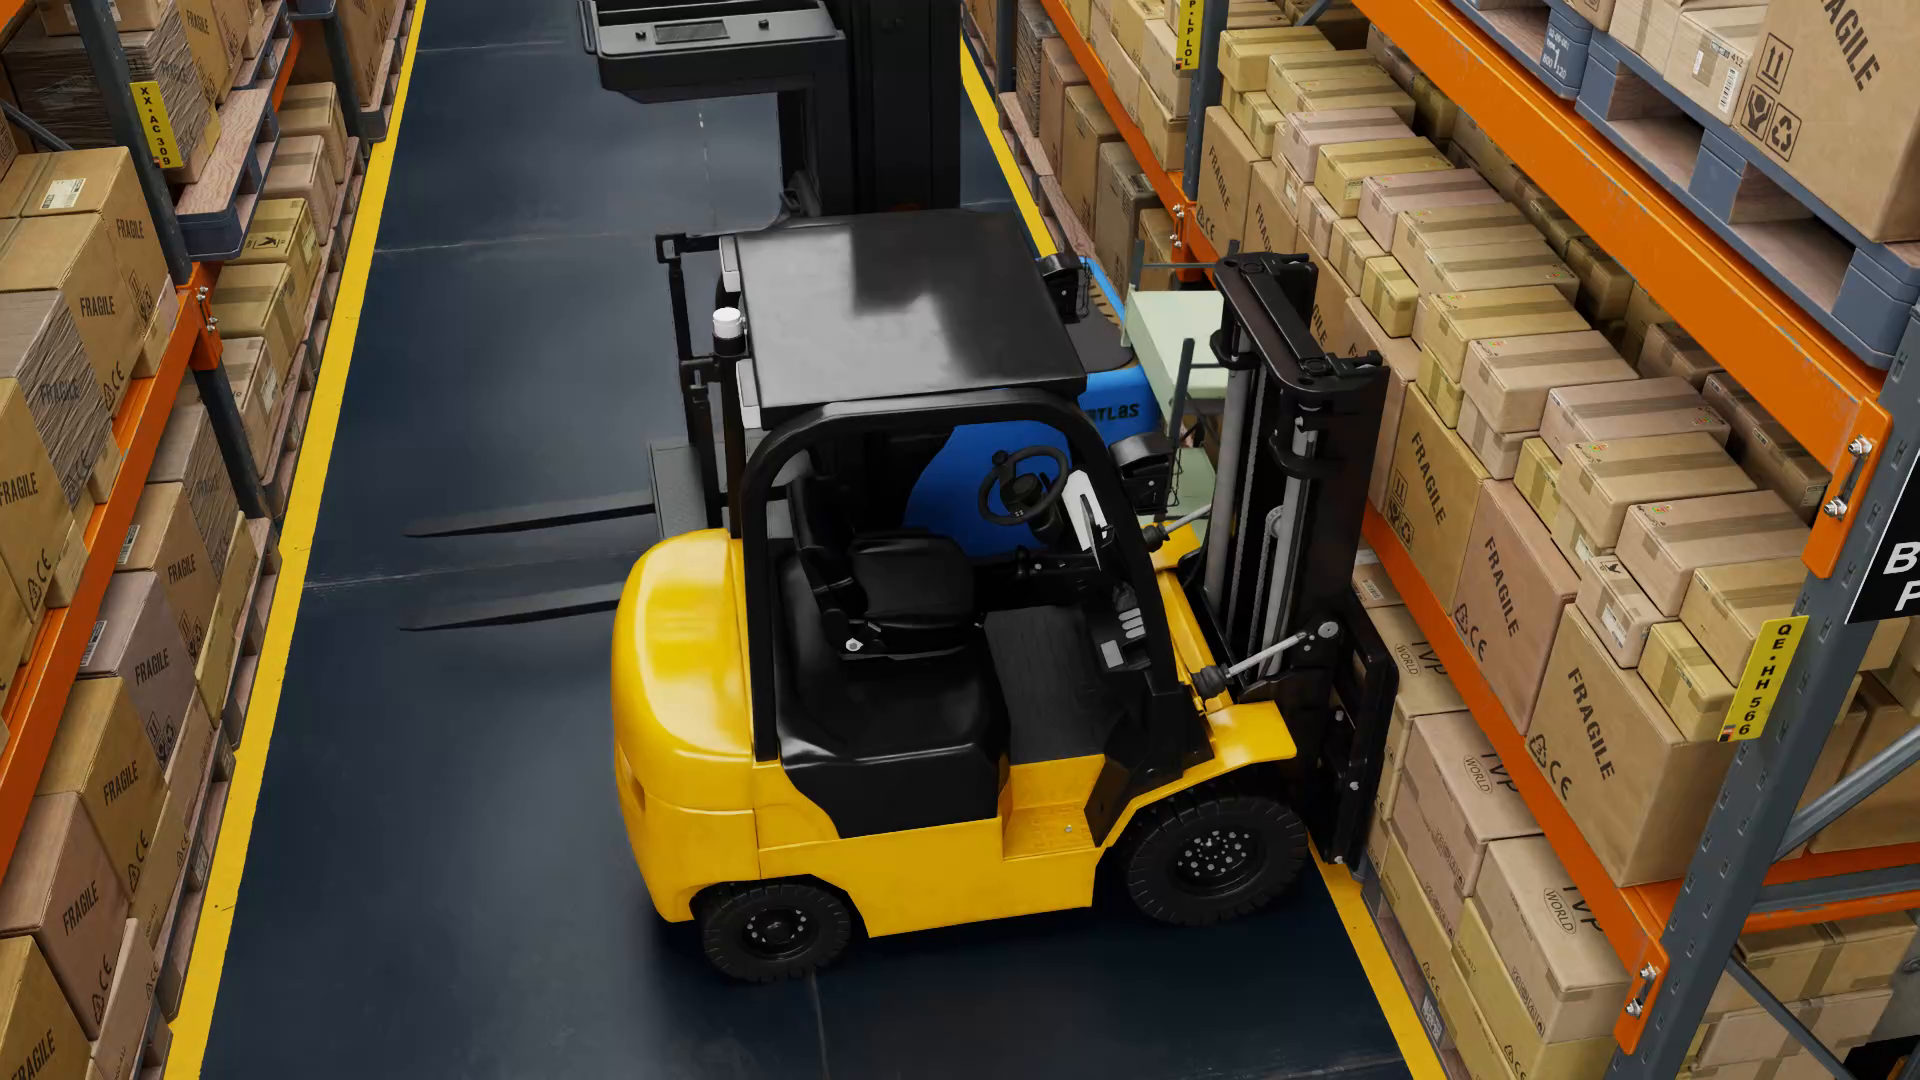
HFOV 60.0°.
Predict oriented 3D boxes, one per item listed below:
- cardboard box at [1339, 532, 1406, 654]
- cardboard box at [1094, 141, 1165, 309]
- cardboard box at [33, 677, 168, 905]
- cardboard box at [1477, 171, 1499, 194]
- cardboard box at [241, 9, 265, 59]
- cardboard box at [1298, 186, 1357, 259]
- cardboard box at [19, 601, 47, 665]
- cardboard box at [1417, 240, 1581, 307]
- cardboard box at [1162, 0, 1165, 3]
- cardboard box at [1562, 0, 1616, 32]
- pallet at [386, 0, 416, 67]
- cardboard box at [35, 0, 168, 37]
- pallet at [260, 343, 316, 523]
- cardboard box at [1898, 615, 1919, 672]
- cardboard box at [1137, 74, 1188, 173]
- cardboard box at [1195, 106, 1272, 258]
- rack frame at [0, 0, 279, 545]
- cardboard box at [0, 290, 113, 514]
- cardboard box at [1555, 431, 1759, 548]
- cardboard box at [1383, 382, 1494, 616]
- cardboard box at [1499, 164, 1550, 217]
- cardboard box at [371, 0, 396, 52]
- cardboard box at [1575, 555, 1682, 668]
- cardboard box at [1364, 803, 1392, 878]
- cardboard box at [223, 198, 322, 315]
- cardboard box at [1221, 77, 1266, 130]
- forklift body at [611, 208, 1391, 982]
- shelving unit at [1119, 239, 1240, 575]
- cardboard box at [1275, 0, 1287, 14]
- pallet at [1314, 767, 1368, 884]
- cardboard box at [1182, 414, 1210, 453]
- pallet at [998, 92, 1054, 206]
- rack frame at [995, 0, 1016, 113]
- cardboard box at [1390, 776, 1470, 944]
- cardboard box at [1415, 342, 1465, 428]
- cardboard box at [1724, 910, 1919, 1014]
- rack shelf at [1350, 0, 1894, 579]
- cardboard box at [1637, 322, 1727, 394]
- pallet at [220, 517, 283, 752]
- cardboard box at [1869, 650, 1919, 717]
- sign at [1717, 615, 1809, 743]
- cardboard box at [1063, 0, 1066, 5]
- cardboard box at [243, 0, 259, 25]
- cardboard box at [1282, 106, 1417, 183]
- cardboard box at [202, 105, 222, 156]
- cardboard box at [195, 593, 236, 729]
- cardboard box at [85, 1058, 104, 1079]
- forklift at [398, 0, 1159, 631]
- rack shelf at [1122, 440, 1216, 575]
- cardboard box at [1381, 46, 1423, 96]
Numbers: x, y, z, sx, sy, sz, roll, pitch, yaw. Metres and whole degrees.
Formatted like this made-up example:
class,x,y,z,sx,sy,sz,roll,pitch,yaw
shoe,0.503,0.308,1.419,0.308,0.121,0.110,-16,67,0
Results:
class,x,y,z,sx,sy,sz,roll,pitch,yaw
cardboard box,1.472,0.143,5.705,0.500,0.250,0.500,-7,38,-9
cardboard box,1.203,-1.647,8.518,0.875,0.625,0.625,-7,38,-8
cardboard box,-2.801,0.790,5.076,0.500,0.500,0.500,-6,38,-7
cardboard box,1.895,-1.144,5.667,0.380,0.149,0.250,-5,38,-6
cardboard box,-3.439,-2.324,7.659,0.380,0.149,0.250,-5,38,-6
cardboard box,1.366,-1.084,5.590,0.380,0.149,0.250,-7,38,-8
cardboard box,-2.832,0.242,4.698,0.380,0.149,0.250,-7,38,-9
cardboard box,1.590,-0.752,4.920,0.380,0.149,0.250,-6,38,-7
cardboard box,1.101,-2.421,7.311,0.380,0.149,0.250,-6,38,-8
cardboard box,1.736,-1.519,3.810,0.700,0.500,0.500,-6,38,-8
pallet,-4.428,-3.634,11.755,1.003,0.211,1.213,-6,38,-8
cardboard box,-3.187,-2.000,6.185,0.380,0.149,0.250,-6,38,-8
pallet,-3.590,-0.468,7.680,1.003,0.211,1.213,-6,38,-8
cardboard box,2.287,0.142,3.770,0.380,0.149,0.250,-7,38,-9
cardboard box,1.088,-1.852,7.312,0.500,0.250,0.500,-5,38,-7
cardboard box,1.255,-1.379,6.498,0.500,0.500,0.500,-7,38,-9
rack frame,-3.452,-1.099,6.220,1.000,3.000,0.127,-6,38,-8
cardboard box,-2.937,-0.391,4.985,0.500,0.500,0.500,-5,38,-7
cardboard box,1.718,-0.127,4.116,0.380,0.149,0.250,-5,38,-7
cardboard box,1.618,-0.152,4.919,0.500,0.500,0.500,-7,38,-9
cardboard box,1.980,-1.111,5.383,0.380,0.149,0.250,-7,38,-8
cardboard box,-4.345,-3.807,11.095,0.875,0.875,0.875,-6,38,-7
cardboard box,1.724,0.155,3.996,0.380,0.149,0.250,-6,38,-7
cardboard box,1.585,0.846,5.615,0.500,0.250,0.500,-6,38,-7
cardboard box,-3.800,-1.398,8.403,0.950,0.372,0.625,-5,38,-6
cardboard box,1.231,-1.710,6.396,0.380,0.149,0.250,-7,38,-9
forklift body,0.007,0.167,5.282,2.313,2.155,1.214,-6,38,-8
shelving unit,0.854,-0.300,6.374,0.431,1.500,0.755,-2,37,-9
cardboard box,1.588,-2.334,7.199,0.380,0.149,0.250,-7,38,-9
pallet,1.749,0.689,6.191,1.003,0.211,1.213,-6,38,-8
cardboard box,1.215,-0.587,7.053,0.500,0.250,0.500,-6,38,-8
pallet,0.838,-2.449,10.230,1.003,0.211,1.213,-6,38,-8
rack frame,0.733,-4.051,10.020,1.000,3.000,0.127,-6,38,-8
cardboard box,1.665,0.939,5.088,0.500,0.250,0.500,-7,38,-8
cardboard box,1.550,-0.466,4.795,0.380,0.149,0.250,-6,38,-8
cardboard box,2.237,0.995,4.608,0.500,0.250,0.500,-7,38,-9
rack shelf,1.784,-1.328,4.656,1.077,0.370,4.000,-6,38,-8
cardboard box,2.114,-0.485,4.577,0.380,0.149,0.250,-5,38,-7
pallet,-3.300,0.404,6.558,1.003,0.211,1.213,-6,38,-8
cardboard box,2.331,0.252,3.870,0.380,0.149,0.250,-7,38,-9
sign,1.598,0.280,3.308,0.100,0.325,0.005,-6,38,-8
cardboard box,0.750,-3.083,8.896,0.500,0.250,0.500,-7,38,-9
cardboard box,-3.514,-2.648,7.547,0.500,0.500,0.500,-8,39,-10
cardboard box,1.330,-1.356,5.698,0.380,0.149,0.250,-5,38,-7
cardboard box,-3.273,-1.685,6.837,0.380,0.149,0.250,-5,38,-7
cardboard box,-2.981,0.470,6.100,0.500,0.250,0.500,-7,38,-9
cardboard box,-2.620,1.720,4.490,0.500,0.250,0.500,-7,38,-8
forklift,-0.779,-1.047,6.208,3.031,2.935,1.130,-8,39,-10
rack shelf,0.833,-0.039,6.568,0.431,0.370,0.720,-2,37,-9
cardboard box,1.790,-1.732,6.182,0.380,0.149,0.250,-7,38,-9
